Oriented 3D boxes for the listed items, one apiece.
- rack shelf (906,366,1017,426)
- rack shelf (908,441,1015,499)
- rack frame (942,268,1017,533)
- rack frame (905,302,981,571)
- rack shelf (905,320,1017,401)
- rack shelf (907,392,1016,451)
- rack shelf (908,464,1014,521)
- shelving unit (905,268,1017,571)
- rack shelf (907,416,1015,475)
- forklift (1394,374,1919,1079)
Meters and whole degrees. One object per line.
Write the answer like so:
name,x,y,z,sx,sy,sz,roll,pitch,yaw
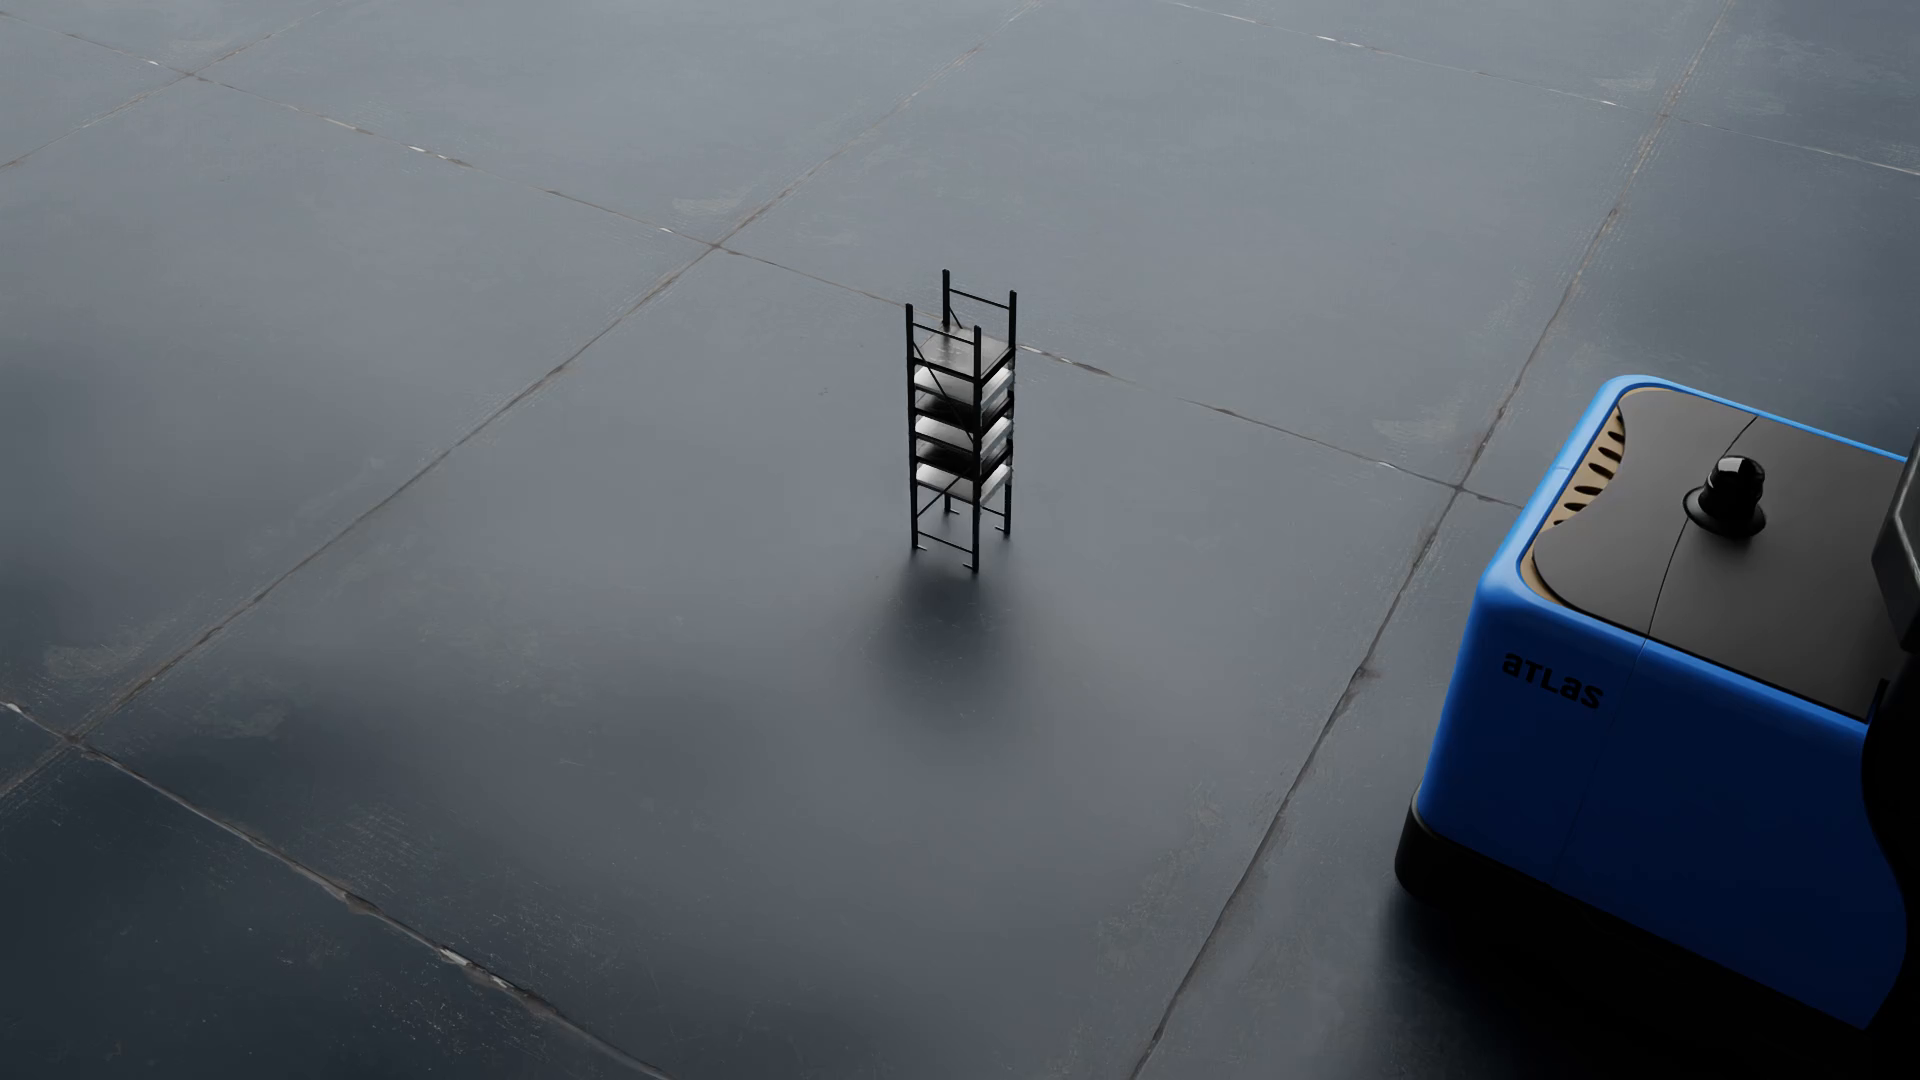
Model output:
rack shelf,0.004,-0.452,4.861,0.258,0.077,0.200,21,45,22
rack shelf,0.004,-0.250,5.039,0.258,0.077,0.200,21,45,22
rack frame,0.055,-0.401,5.024,0.240,0.900,0.006,21,45,22
rack frame,-0.047,-0.284,4.892,0.240,0.900,0.006,21,45,22
rack shelf,0.004,-0.520,4.801,0.258,0.077,0.200,21,45,22
rack shelf,0.004,-0.385,4.920,0.258,0.077,0.200,21,45,22
rack shelf,0.004,-0.182,5.099,0.258,0.077,0.200,21,45,22
shelving unit,0.004,-0.342,4.958,0.258,0.900,0.210,21,45,22
rack shelf,0.004,-0.317,4.980,0.258,0.077,0.200,21,45,22
forklift,2.607,0.075,2.947,3.031,2.935,1.130,24,47,24
